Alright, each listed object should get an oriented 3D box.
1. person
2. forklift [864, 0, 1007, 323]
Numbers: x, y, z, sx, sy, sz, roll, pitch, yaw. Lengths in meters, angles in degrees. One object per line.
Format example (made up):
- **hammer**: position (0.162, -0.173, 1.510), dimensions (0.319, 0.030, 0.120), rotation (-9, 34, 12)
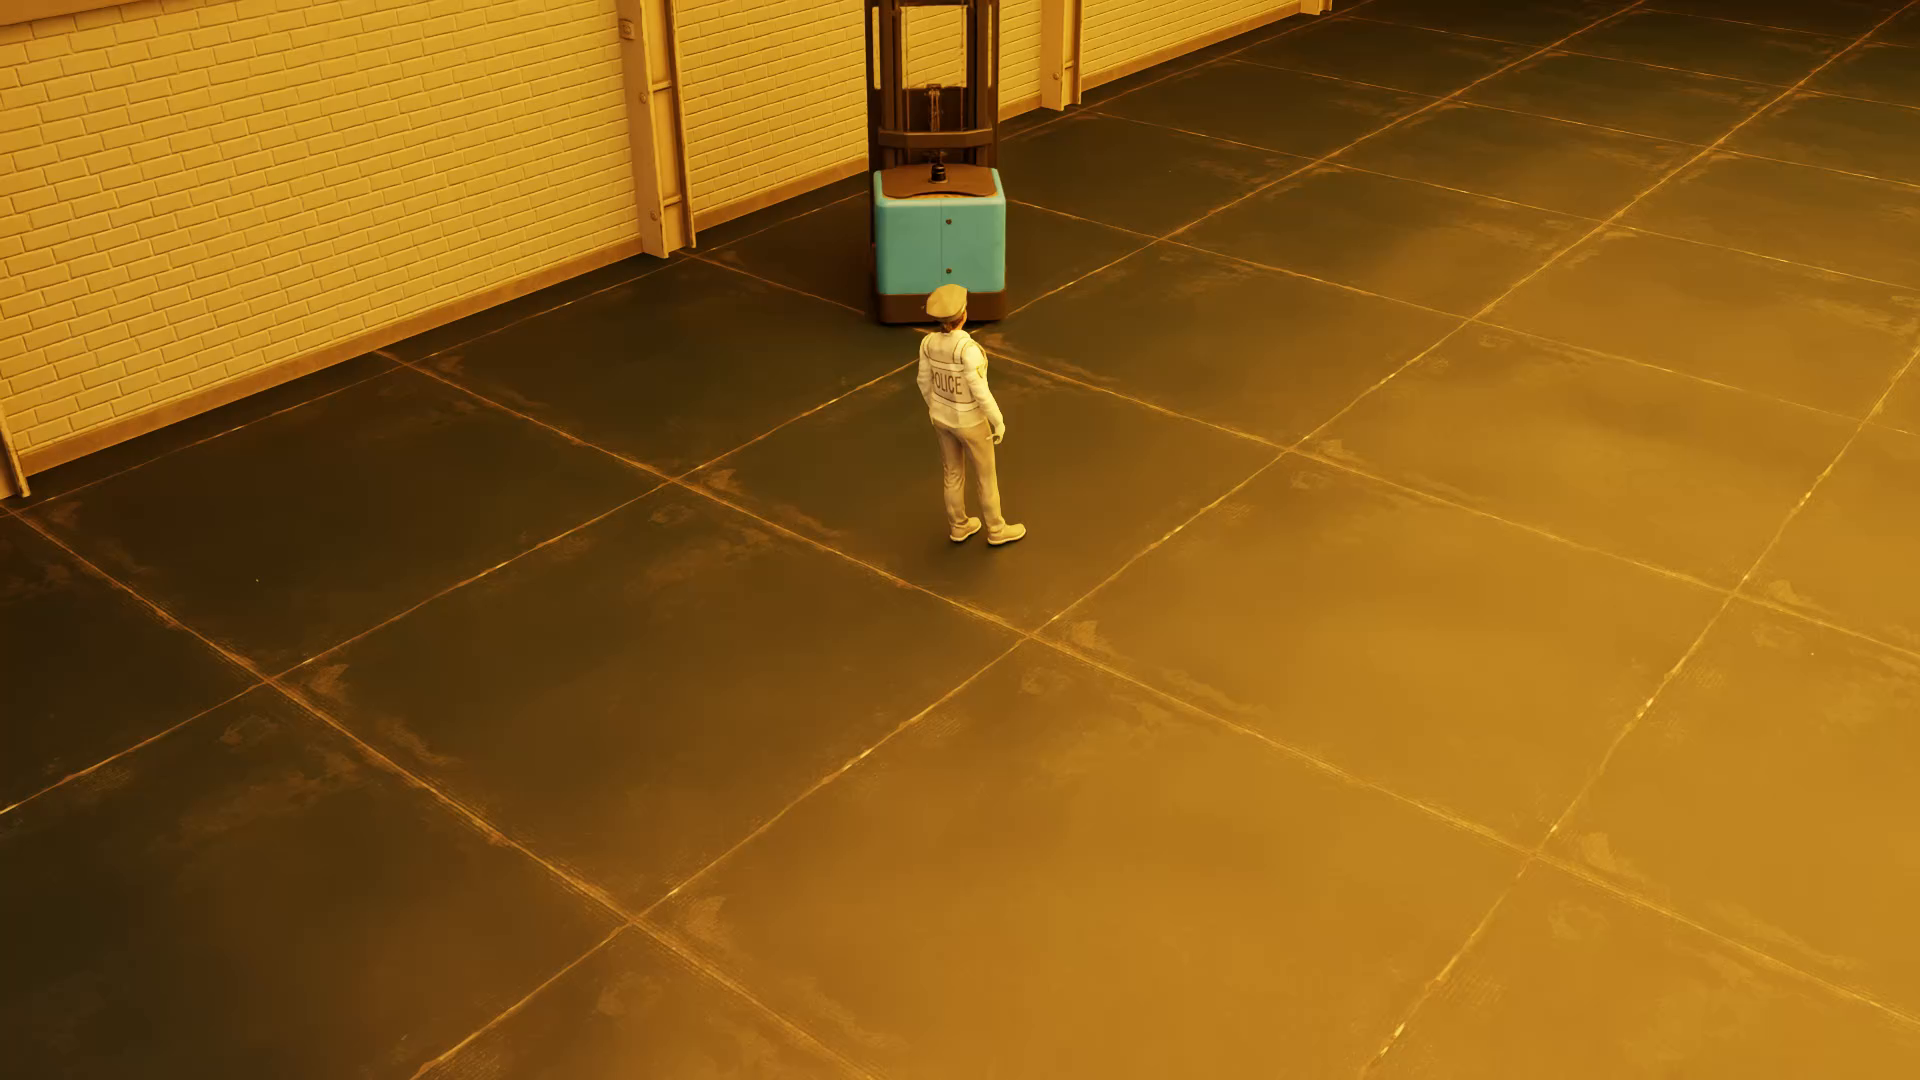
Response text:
- **person**: position (0.049, -0.763, 10.112), dimensions (0.586, 1.694, 0.530), rotation (22, 37, 33)
- **forklift**: position (-0.243, -3.720, 13.961), dimensions (1.130, 2.935, 3.031), rotation (-2, 30, -3)
